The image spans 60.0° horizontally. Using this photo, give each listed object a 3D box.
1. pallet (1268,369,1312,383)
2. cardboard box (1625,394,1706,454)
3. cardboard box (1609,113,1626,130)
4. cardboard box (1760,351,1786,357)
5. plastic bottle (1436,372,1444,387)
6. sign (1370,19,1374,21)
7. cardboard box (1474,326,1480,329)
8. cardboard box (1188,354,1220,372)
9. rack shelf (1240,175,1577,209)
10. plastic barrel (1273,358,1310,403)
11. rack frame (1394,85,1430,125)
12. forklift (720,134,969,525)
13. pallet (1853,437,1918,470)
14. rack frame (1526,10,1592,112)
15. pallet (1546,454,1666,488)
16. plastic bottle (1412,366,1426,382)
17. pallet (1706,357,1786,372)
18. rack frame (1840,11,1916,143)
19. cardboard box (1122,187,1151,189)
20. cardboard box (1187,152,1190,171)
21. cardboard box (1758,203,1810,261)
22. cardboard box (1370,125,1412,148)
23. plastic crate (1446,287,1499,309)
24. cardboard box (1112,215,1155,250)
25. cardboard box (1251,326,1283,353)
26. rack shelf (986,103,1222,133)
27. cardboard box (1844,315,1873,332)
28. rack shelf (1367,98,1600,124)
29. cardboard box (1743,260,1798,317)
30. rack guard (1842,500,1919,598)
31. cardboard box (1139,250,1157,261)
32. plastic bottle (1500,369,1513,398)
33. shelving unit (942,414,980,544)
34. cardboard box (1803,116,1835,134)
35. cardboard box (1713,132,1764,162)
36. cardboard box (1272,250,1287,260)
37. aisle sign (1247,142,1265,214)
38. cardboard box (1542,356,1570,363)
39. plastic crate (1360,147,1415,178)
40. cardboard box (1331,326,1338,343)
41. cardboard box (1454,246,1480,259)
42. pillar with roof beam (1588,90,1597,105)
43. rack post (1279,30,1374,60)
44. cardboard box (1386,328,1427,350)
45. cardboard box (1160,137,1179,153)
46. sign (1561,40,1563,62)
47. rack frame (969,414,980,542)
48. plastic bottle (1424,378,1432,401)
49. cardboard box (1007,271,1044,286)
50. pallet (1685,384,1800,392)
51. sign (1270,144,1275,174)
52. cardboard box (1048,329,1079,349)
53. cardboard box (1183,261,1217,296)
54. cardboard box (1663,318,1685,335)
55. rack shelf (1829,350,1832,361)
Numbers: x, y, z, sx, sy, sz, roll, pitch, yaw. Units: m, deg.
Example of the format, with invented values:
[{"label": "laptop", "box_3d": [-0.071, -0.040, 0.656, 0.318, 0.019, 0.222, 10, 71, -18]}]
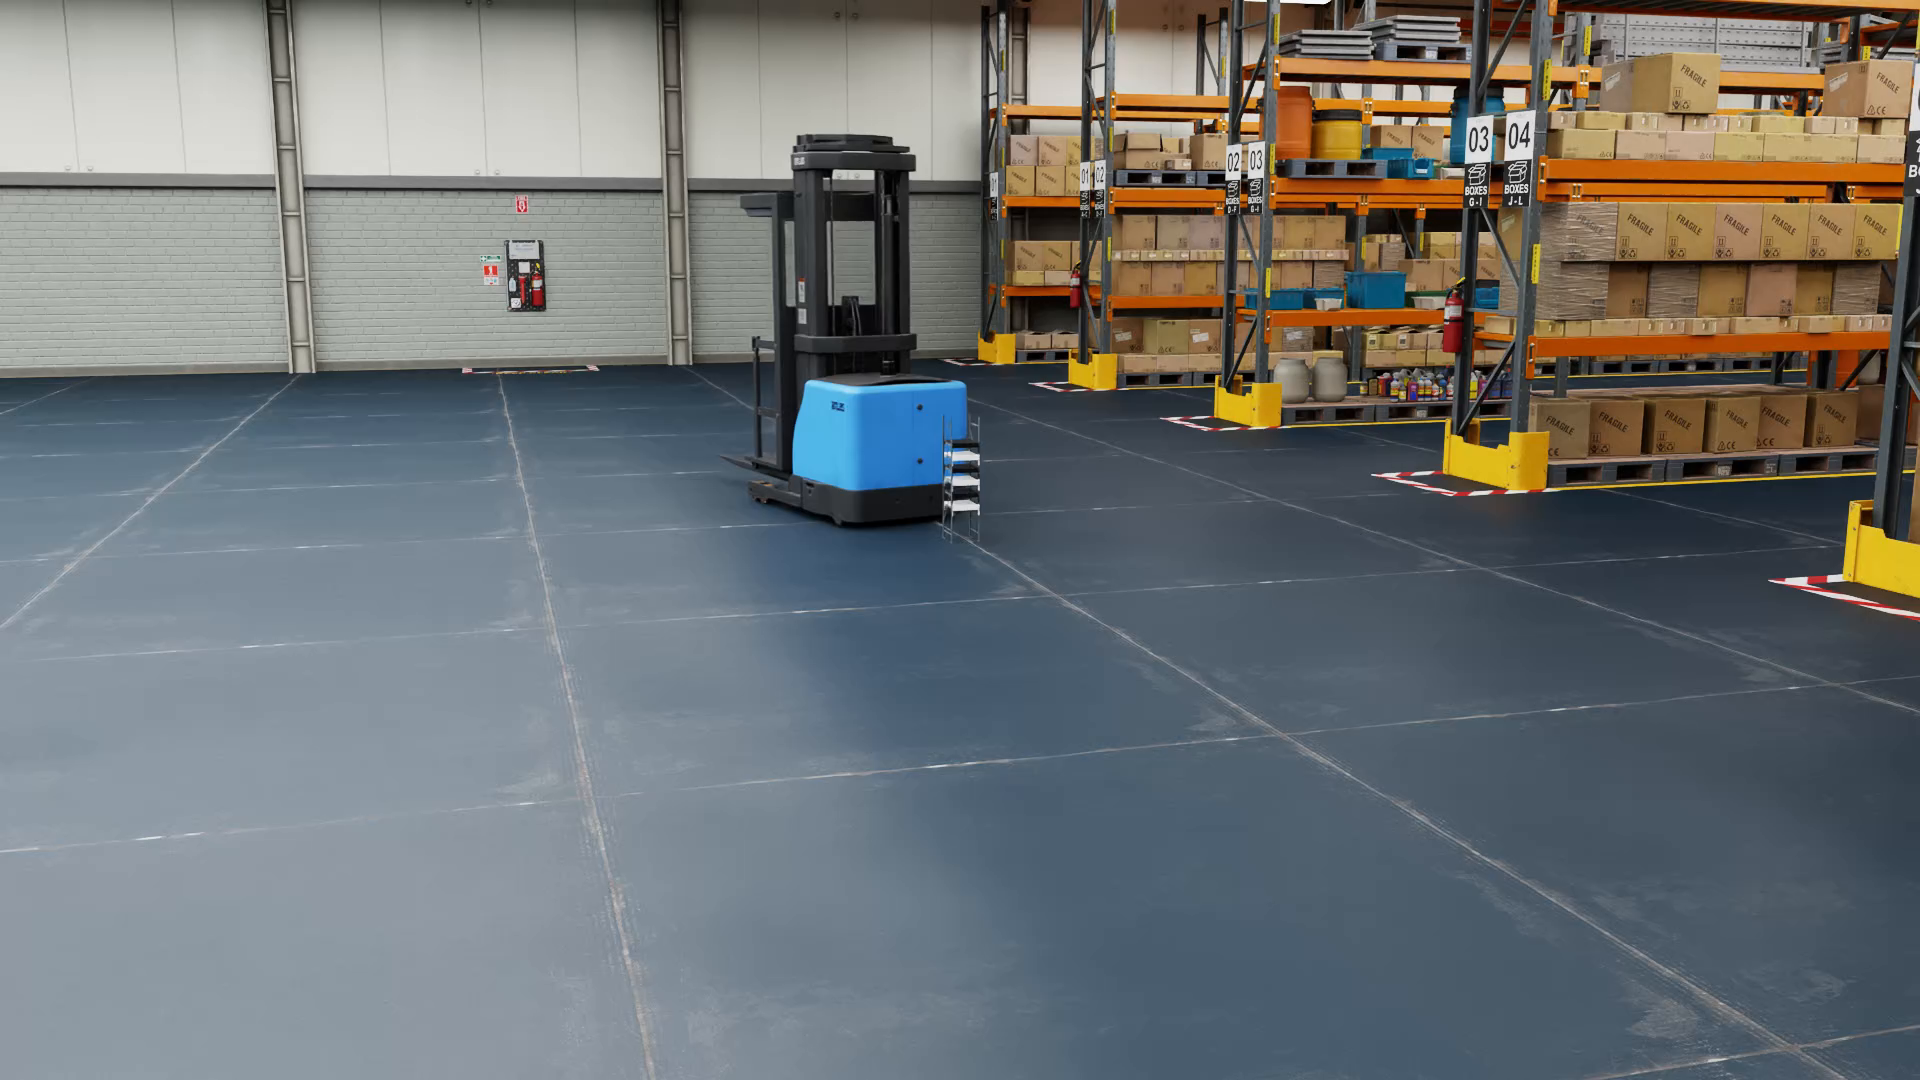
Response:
[{"label": "pallet", "box_3d": [5.015, -2.525, 25.180, 1.213, 0.211, 1.003, -3, 11, -16]}, {"label": "cardboard box", "box_3d": [6.490, -1.075, 15.346, 0.500, 0.500, 0.500, -2, 11, -11]}, {"label": "cardboard box", "box_3d": [5.528, -3.607, 14.380, 0.250, 0.149, 0.380, -3, 11, -17]}, {"label": "cardboard box", "box_3d": [13.078, -3.247, 27.085, 0.500, 0.500, 0.500, -3, 11, -16]}, {"label": "plastic bottle", "box_3d": [5.968, -1.951, 20.677, 0.097, 0.271, 0.097, 0, 10, 0]}, {"label": "sign", "box_3d": [5.922, -7.319, 23.933, 0.005, 0.325, 0.100, -3, 11, -16]}, {"label": "cardboard box", "box_3d": [8.054, -3.233, 26.209, 0.500, 0.311, 0.500, -3, 11, -17]}, {"label": "cardboard box", "box_3d": [3.486, -2.621, 24.433, 0.500, 0.250, 0.500, -3, 11, -16]}, {"label": "rack shelf", "box_3d": [5.251, -4.088, 19.672, 4.000, 0.370, 1.077, -3, 11, -16]}, {"label": "plastic barrel", "box_3d": [3.941, -1.895, 19.769, 0.421, 0.512, 0.421, 0, 10, 0]}, {"label": "rack frame", "box_3d": [8.243, -7.943, 30.339, 0.127, 3.000, 1.000, -3, 11, -16]}, {"label": "forklift", "box_3d": [-1.108, -1.776, 13.600, 1.130, 2.935, 3.031, -6, 12, -30]}, {"label": "pallet", "box_3d": [9.303, -0.875, 16.219, 1.213, 0.211, 1.003, -3, 11, -16]}, {"label": "rack frame", "box_3d": [7.171, -6.019, 19.885, 0.127, 3.000, 1.000, -3, 11, -16]}, {"label": "pallet", "box_3d": [5.578, -0.672, 15.115, 1.213, 0.211, 1.003, -3, 11, -16]}, {"label": "plastic bottle", "box_3d": [5.691, -1.982, 20.629, 0.185, 0.351, 0.144, -3, 11, -16]}, {"label": "pallet", "box_3d": [12.701, -2.915, 27.298, 1.213, 0.211, 1.003, -3, 11, -16]}, {"label": "rack frame", "box_3d": [8.556, -5.158, 15.208, 0.127, 3.000, 1.000, -3, 11, -16]}, {"label": "cardboard box", "box_3d": [2.976, -6.198, 28.813, 0.500, 0.500, 0.500, -3, 11, -18]}, {"label": "cardboard box", "box_3d": [3.516, -5.566, 24.411, 0.500, 0.311, 0.500, -2, 11, -9]}, {"label": "cardboard box", "box_3d": [7.241, -2.773, 14.966, 0.500, 0.500, 0.500, -3, 11, -16]}, {"label": "cardboard box", "box_3d": [6.394, -5.931, 24.875, 0.500, 0.500, 0.500, -3, 11, -15]}, {"label": "plastic crate", "box_3d": [6.185, -2.892, 19.881, 0.616, 0.251, 0.499, -3, 11, -16]}, {"label": "cardboard box", "box_3d": [2.453, -4.438, 24.011, 0.500, 0.500, 0.700, -3, 11, -16]}, {"label": "cardboard box", "box_3d": [4.444, -3.042, 24.648, 0.500, 0.500, 0.500, -3, 11, -16]}, {"label": "rack shelf", "box_3d": [2.482, -7.284, 28.755, 4.000, 0.370, 1.077, -3, 11, -16]}, {"label": "cardboard box", "box_3d": [8.189, -2.011, 15.377, 0.250, 0.149, 0.380, -3, 11, -16]}, {"label": "rack shelf", "box_3d": [7.711, -6.431, 25.214, 4.000, 0.370, 1.077, -3, 11, -16]}, {"label": "cardboard box", "box_3d": [7.165, -2.329, 15.313, 0.500, 0.500, 0.875, -3, 11, -16]}, {"label": "rack guard", "box_3d": [5.981, 0.093, 10.160, 0.348, 0.500, 1.175, -3, 11, -16]}, {"label": "cardboard box", "box_3d": [2.640, -4.091, 23.918, 0.250, 0.149, 0.380, -3, 11, -17]}, {"label": "plastic bottle", "box_3d": [6.634, -1.899, 20.179, 0.185, 0.351, 0.144, -3, 11, -17]}, {"label": "shelving unit", "box_3d": [0.008, -0.443, 11.967, 0.210, 0.900, 0.258, -3, 11, -16]}, {"label": "cardboard box", "box_3d": [7.568, -3.694, 14.856, 0.250, 0.149, 0.380, -3, 11, -18]}, {"label": "cardboard box", "box_3d": [6.719, -3.464, 14.710, 0.500, 0.250, 0.500, -3, 11, -14]}, {"label": "cardboard box", "box_3d": [4.612, -4.195, 24.483, 0.250, 0.149, 0.380, -3, 11, -16]}, {"label": "aisle sign", "box_3d": [3.344, -4.090, 18.796, 0.004, 0.787, 0.394, -3, 11, -16]}, {"label": "cardboard box", "box_3d": [9.194, -2.917, 26.042, 0.500, 0.250, 0.500, -3, 11, -15]}, {"label": "plastic crate", "box_3d": [5.078, -4.482, 19.867, 0.575, 0.384, 0.392, -3, 11, -16]}, {"label": "cardboard box", "box_3d": [6.570, -3.898, 30.627, 0.500, 0.500, 0.700, -3, 11, -16]}, {"label": "cardboard box", "box_3d": [9.286, -5.203, 30.872, 0.500, 0.500, 0.500, -3, 11, -14]}, {"label": "pillar with roof beam", "box_3d": [13.717, -7.583, 28.383, 0.548, 9.000, 9.100, -3, 11, -16]}, {"label": "rack post", "box_3d": [4.092, -5.586, 18.918, 0.954, 0.300, 0.937, -2, 11, -10]}, {"label": "cardboard box", "box_3d": [6.739, -3.062, 25.277, 0.500, 0.311, 0.500, -3, 11, -17]}, {"label": "cardboard box", "box_3d": [3.471, -6.714, 28.855, 0.500, 0.500, 0.500, -2, 11, -13]}, {"label": "sign", "box_3d": [9.470, -7.674, 26.080, 0.005, 0.325, 0.100, -3, 11, -16]}, {"label": "rack frame", "box_3d": [0.105, -0.448, 11.995, 0.006, 0.900, 0.240, -3, 11, -16]}, {"label": "plastic bottle", "box_3d": [5.584, -1.800, 19.861, 0.097, 0.271, 0.097, 0, 10, 0]}, {"label": "cardboard box", "box_3d": [1.119, -4.494, 28.529, 0.500, 0.250, 0.500, -3, 11, -18]}, {"label": "pallet", "box_3d": [10.257, -1.867, 21.603, 1.213, 0.211, 1.003, -3, 11, -16]}, {"label": "sign", "box_3d": [3.480, -4.249, 18.535, 0.005, 0.325, 0.100, -3, 11, -16]}, {"label": "cardboard box", "box_3d": [1.799, -3.530, 29.149, 0.500, 0.311, 0.500, -2, 11, -11]}, {"label": "cardboard box", "box_3d": [3.383, -3.849, 24.394, 0.500, 0.500, 0.700, -3, 11, -16]}, {"label": "cardboard box", "box_3d": [6.254, -1.919, 14.877, 0.250, 0.149, 0.380, -3, 11, -16]}, {"label": "rack shelf", "box_3d": [10.476, -1.955, 16.366, 4.000, 0.370, 1.077, -3, 11, -16]}]
